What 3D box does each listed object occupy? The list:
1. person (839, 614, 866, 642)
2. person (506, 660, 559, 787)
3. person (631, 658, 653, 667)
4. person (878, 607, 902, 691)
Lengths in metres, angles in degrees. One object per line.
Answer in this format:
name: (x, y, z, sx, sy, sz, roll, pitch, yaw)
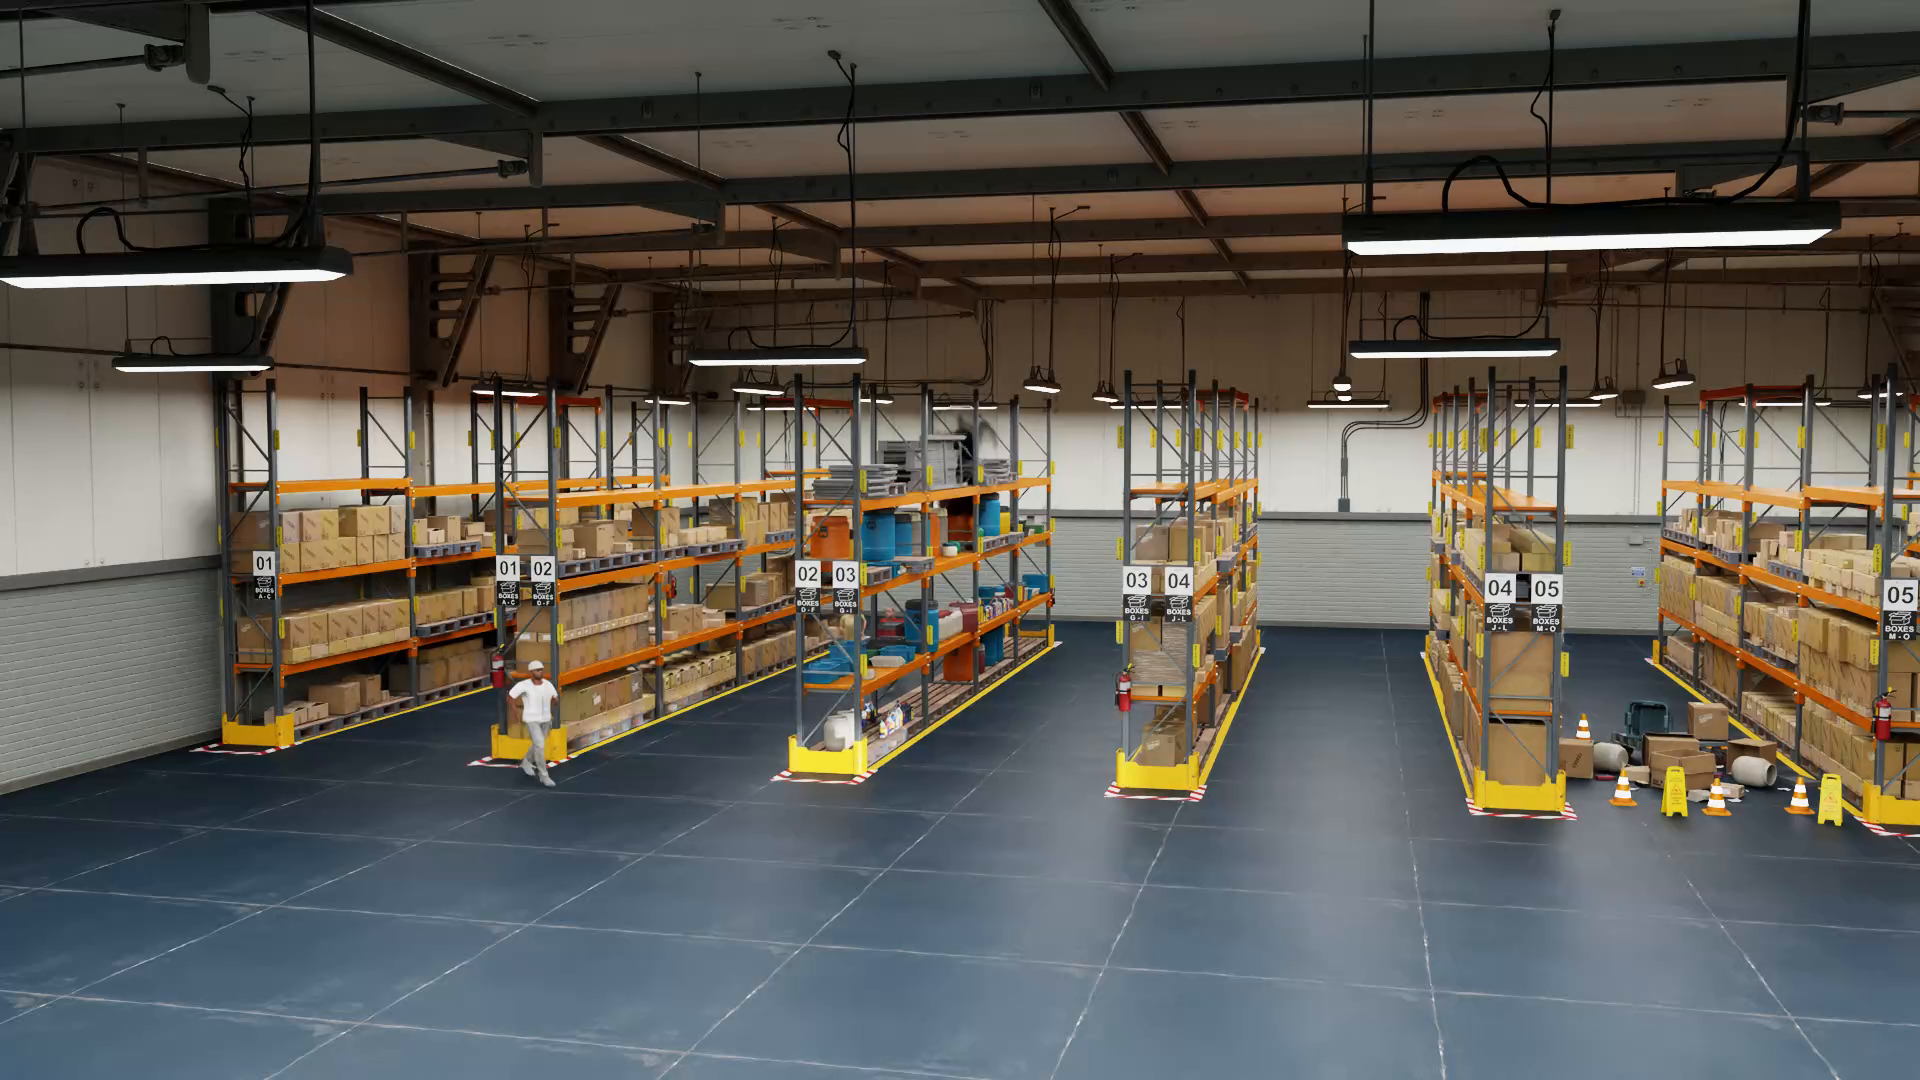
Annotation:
person: (-2.223, 2.106, 34.240, 0.529, 1.696, 0.887, 1, 3, 11)
person: (-6.153, 2.640, 24.211, 0.947, 1.778, 0.691, 3, 4, 38)
person: (-6.761, 2.016, 35.053, 0.678, 1.774, 1.010, 1, 4, 15)
person: (-1.392, 2.177, 33.020, 0.643, 1.686, 0.590, 1, 3, 10)
